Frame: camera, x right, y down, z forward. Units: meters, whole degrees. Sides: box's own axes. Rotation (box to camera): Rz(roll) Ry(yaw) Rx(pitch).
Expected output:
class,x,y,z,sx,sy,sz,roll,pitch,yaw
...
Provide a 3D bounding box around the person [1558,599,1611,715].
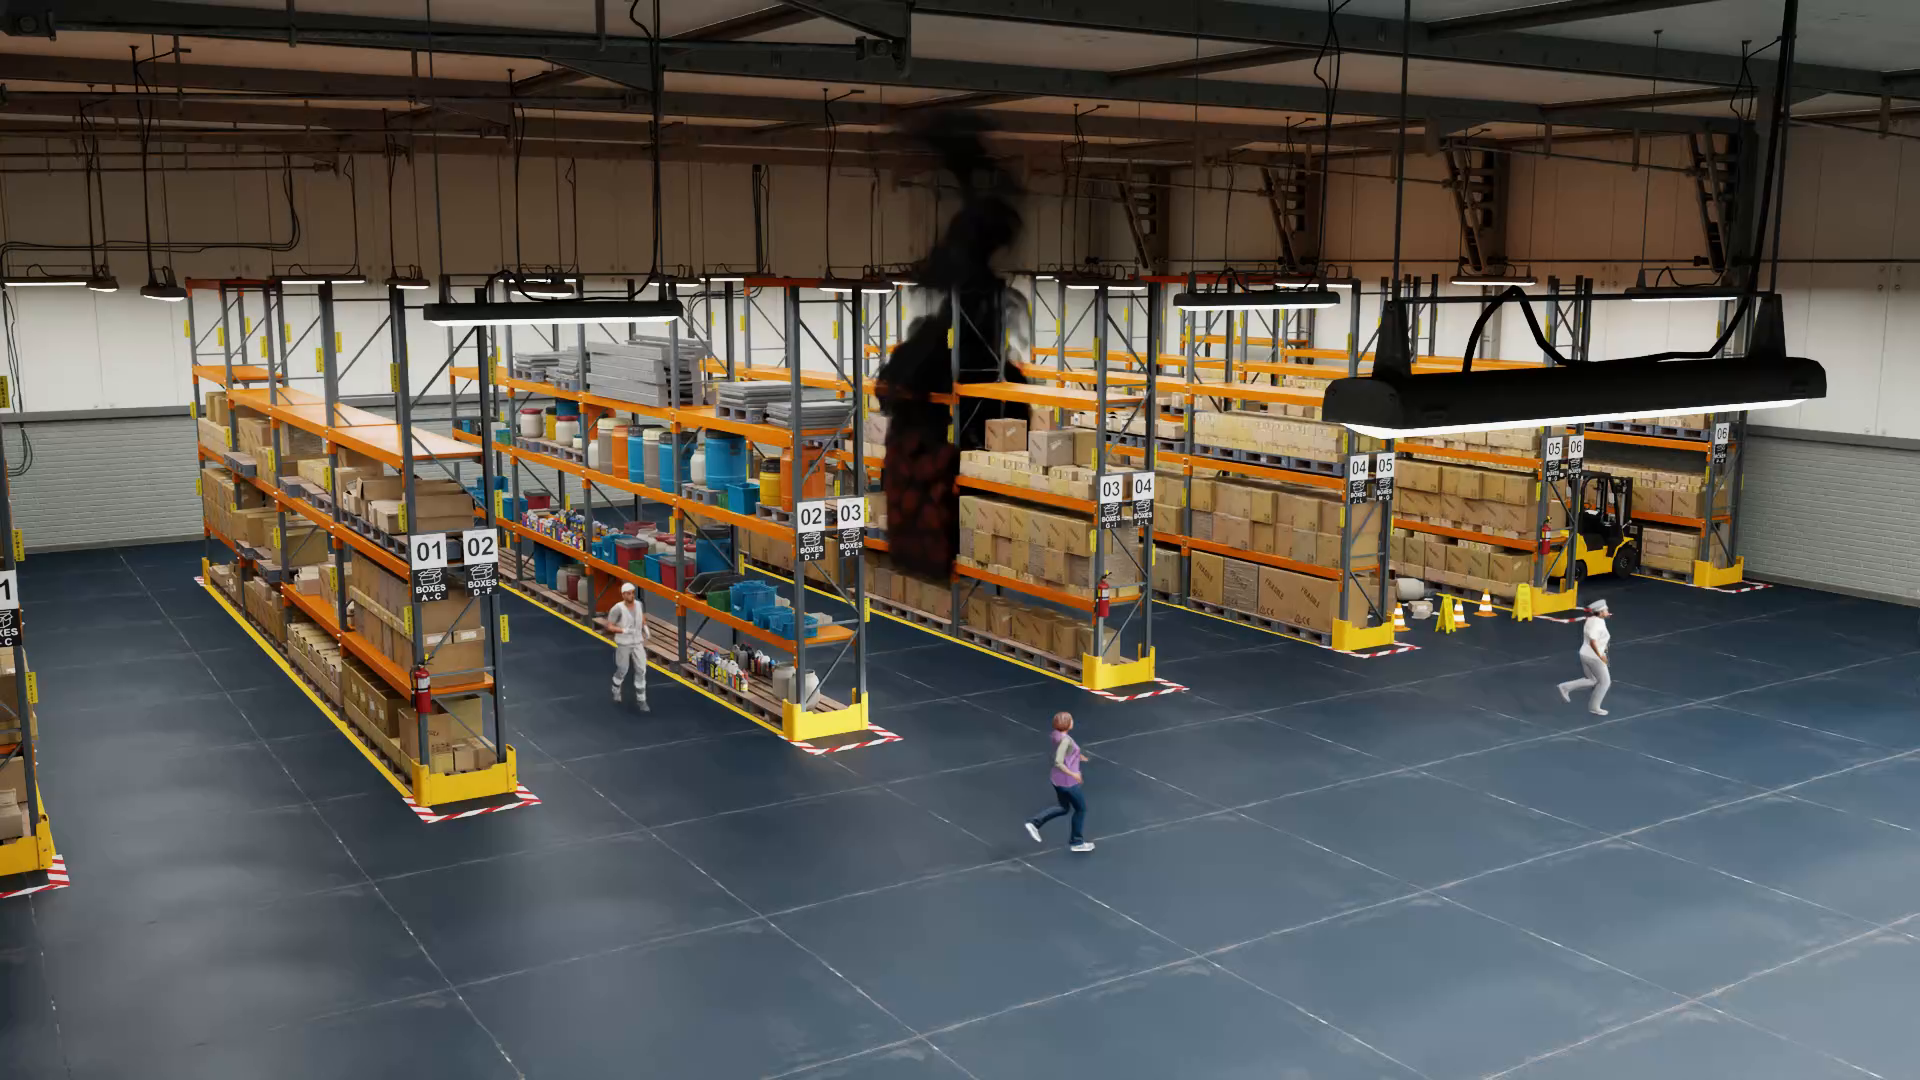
class,x,y,z,sx,sy,sz,roll,pitch,yaw
person,8.815,1.640,23.366,0.697,1.655,0.557,1,10,5

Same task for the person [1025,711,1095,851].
class,x,y,z,sx,sy,sz,roll,pitch,yaw
person,1.091,2.599,17.842,0.767,1.564,0.547,-2,10,-14

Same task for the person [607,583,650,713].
class,x,y,z,sx,sy,sz,roll,pitch,yaw
person,-4.714,1.506,23.679,0.683,1.844,0.817,-7,12,-37
